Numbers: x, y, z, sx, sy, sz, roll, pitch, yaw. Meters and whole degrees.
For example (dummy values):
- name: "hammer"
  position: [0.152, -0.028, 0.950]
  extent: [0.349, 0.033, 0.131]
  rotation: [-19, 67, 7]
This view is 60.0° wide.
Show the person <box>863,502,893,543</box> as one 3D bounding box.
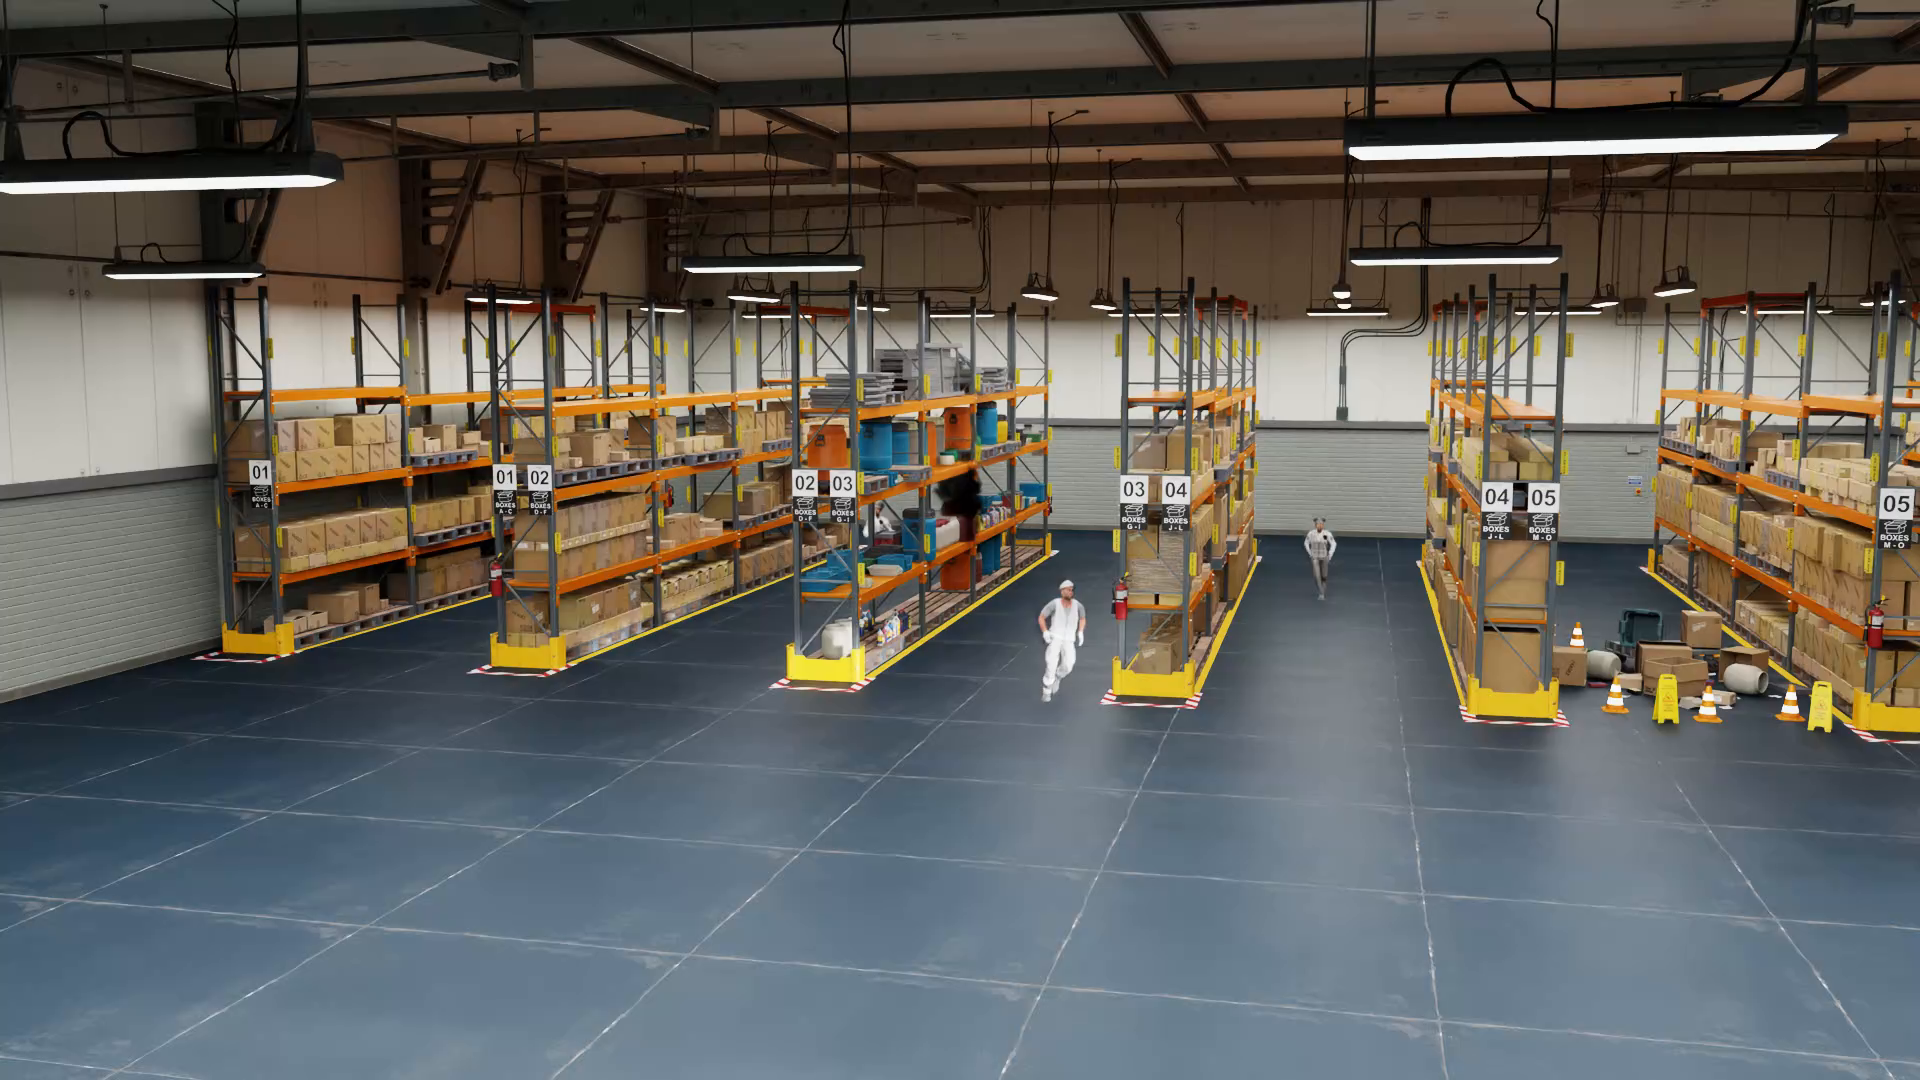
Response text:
- name: "person"
  position: [-1.649, 0.067, 33.285]
  extent: [0.617, 1.659, 0.539]
  rotation: [1, 7, 11]

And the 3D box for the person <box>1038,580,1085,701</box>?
- name: "person"
  position: [1.475, 1.437, 23.711]
  extent: [0.714, 1.714, 0.537]
  rotation: [-1, 7, -8]

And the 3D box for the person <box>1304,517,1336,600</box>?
- name: "person"
  position: [7.234, 0.352, 33.463]
  extent: [0.638, 1.660, 0.502]
  rotation: [2, 7, 15]
